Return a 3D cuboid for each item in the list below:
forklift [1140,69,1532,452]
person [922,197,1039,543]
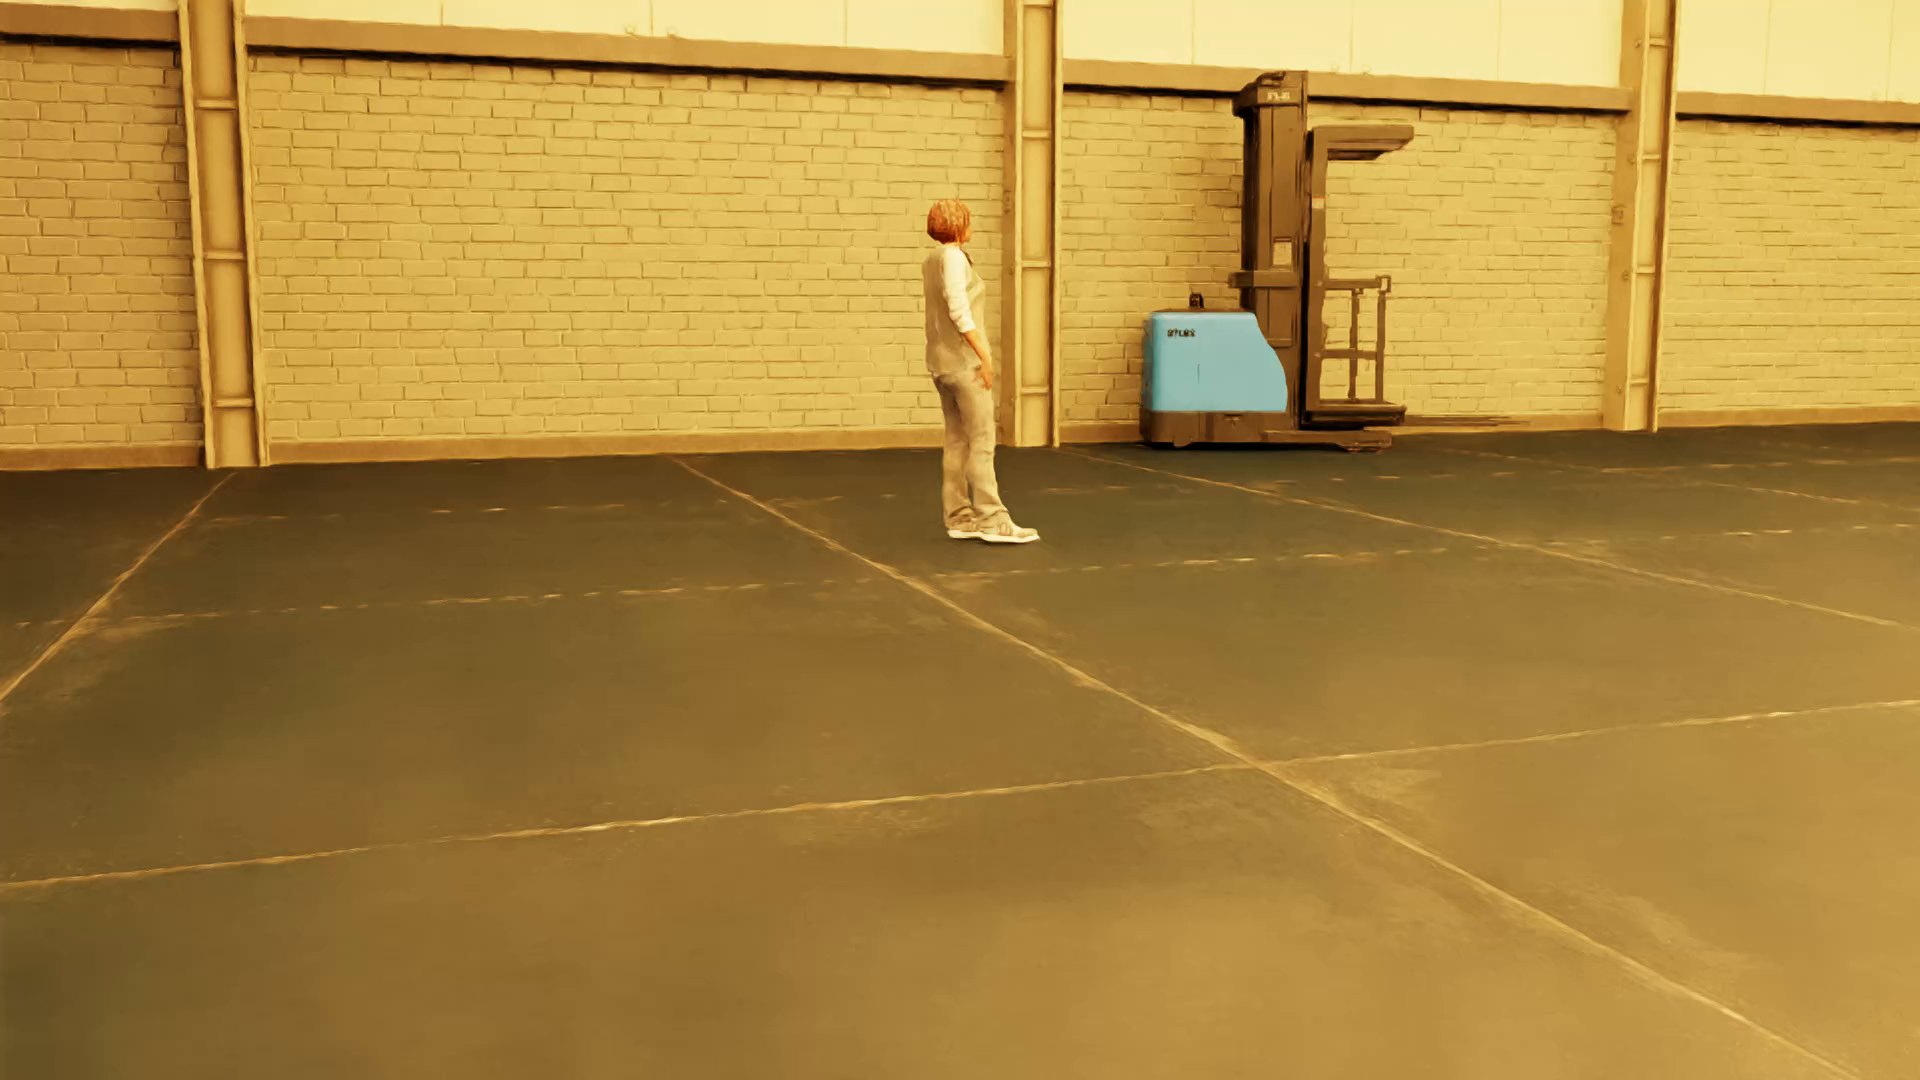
[{"bbox_3d":[3.020,-2.217,13.348,3.031,2.935,1.130,0,8,1],"label":"forklift"},{"bbox_3d":[0.075,-0.799,7.826,0.474,1.597,0.521,-3,8,-18],"label":"person"}]
